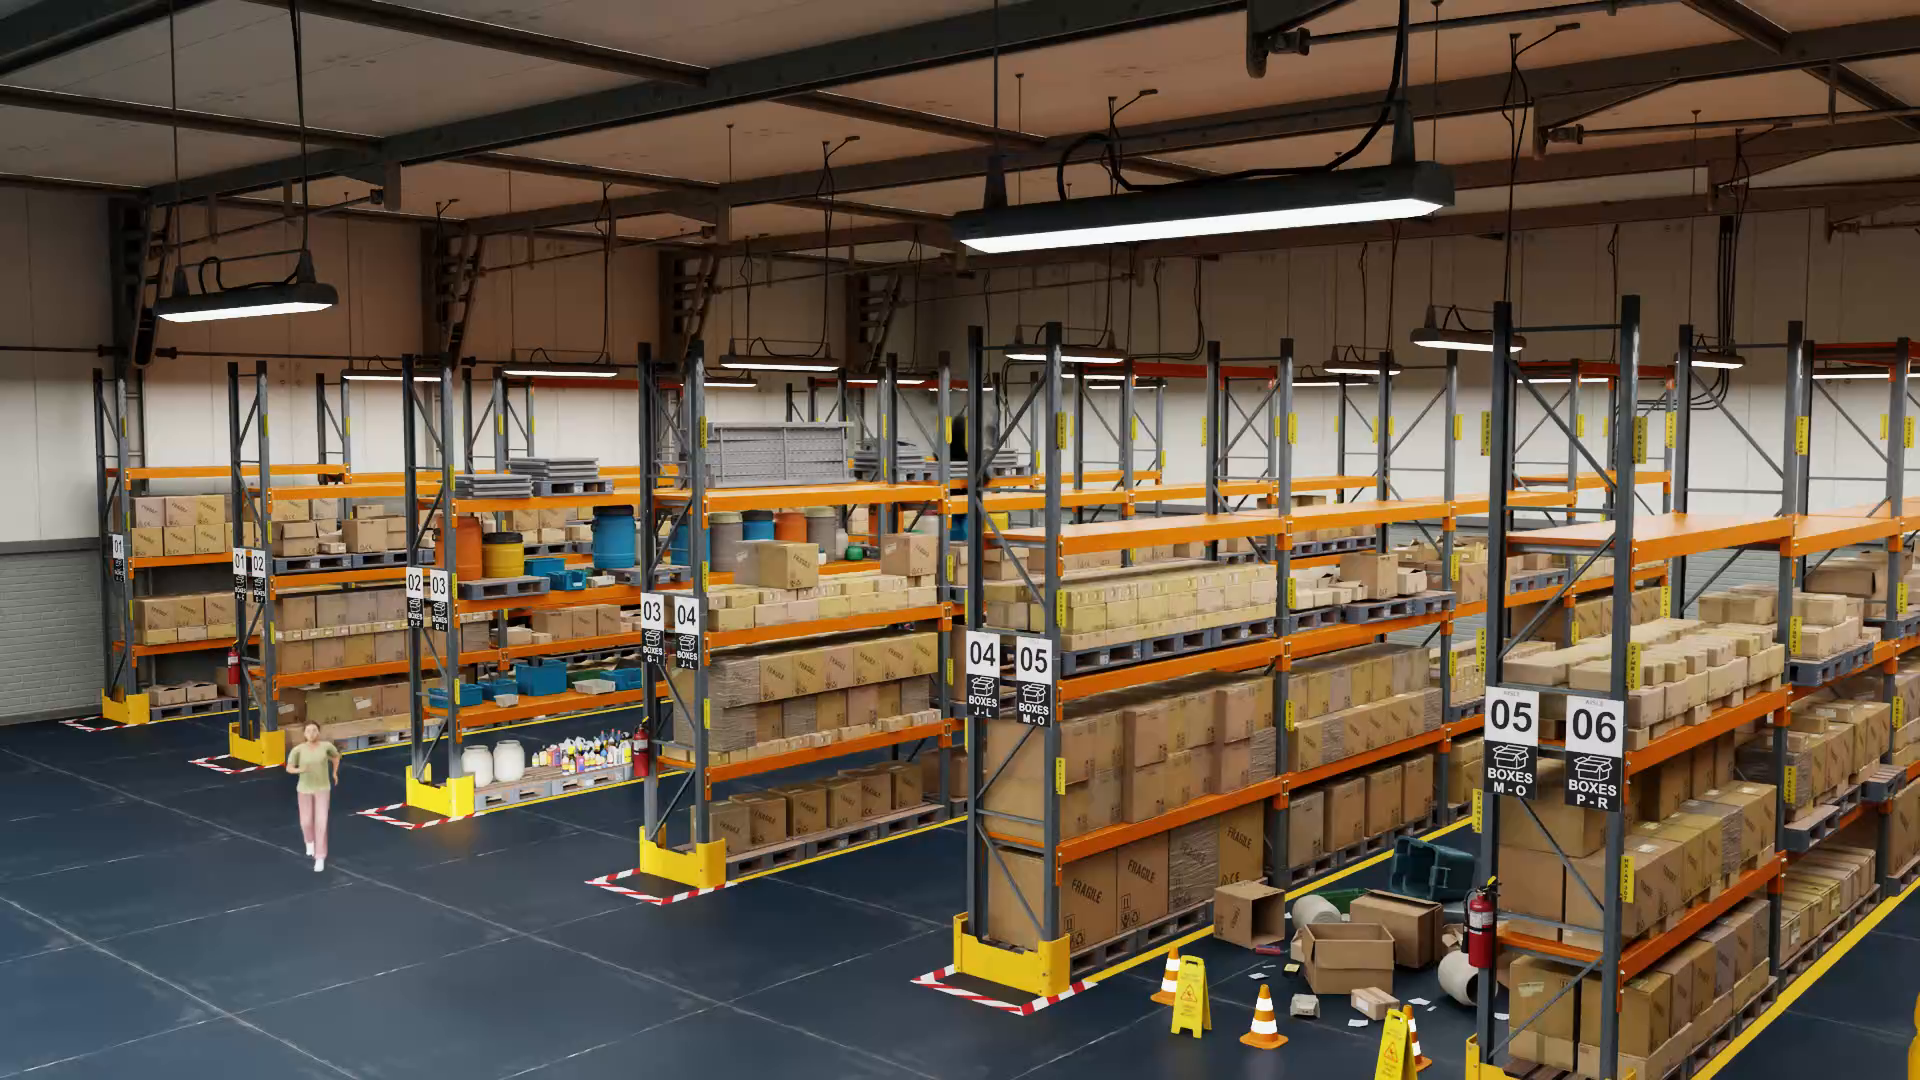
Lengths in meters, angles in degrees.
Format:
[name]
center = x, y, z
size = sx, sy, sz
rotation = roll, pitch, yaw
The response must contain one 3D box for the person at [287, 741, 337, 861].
[person]
center = -7.460, 2.977, 19.184
size = 0.529, 1.322, 0.812
rotation = -1, 4, -19
